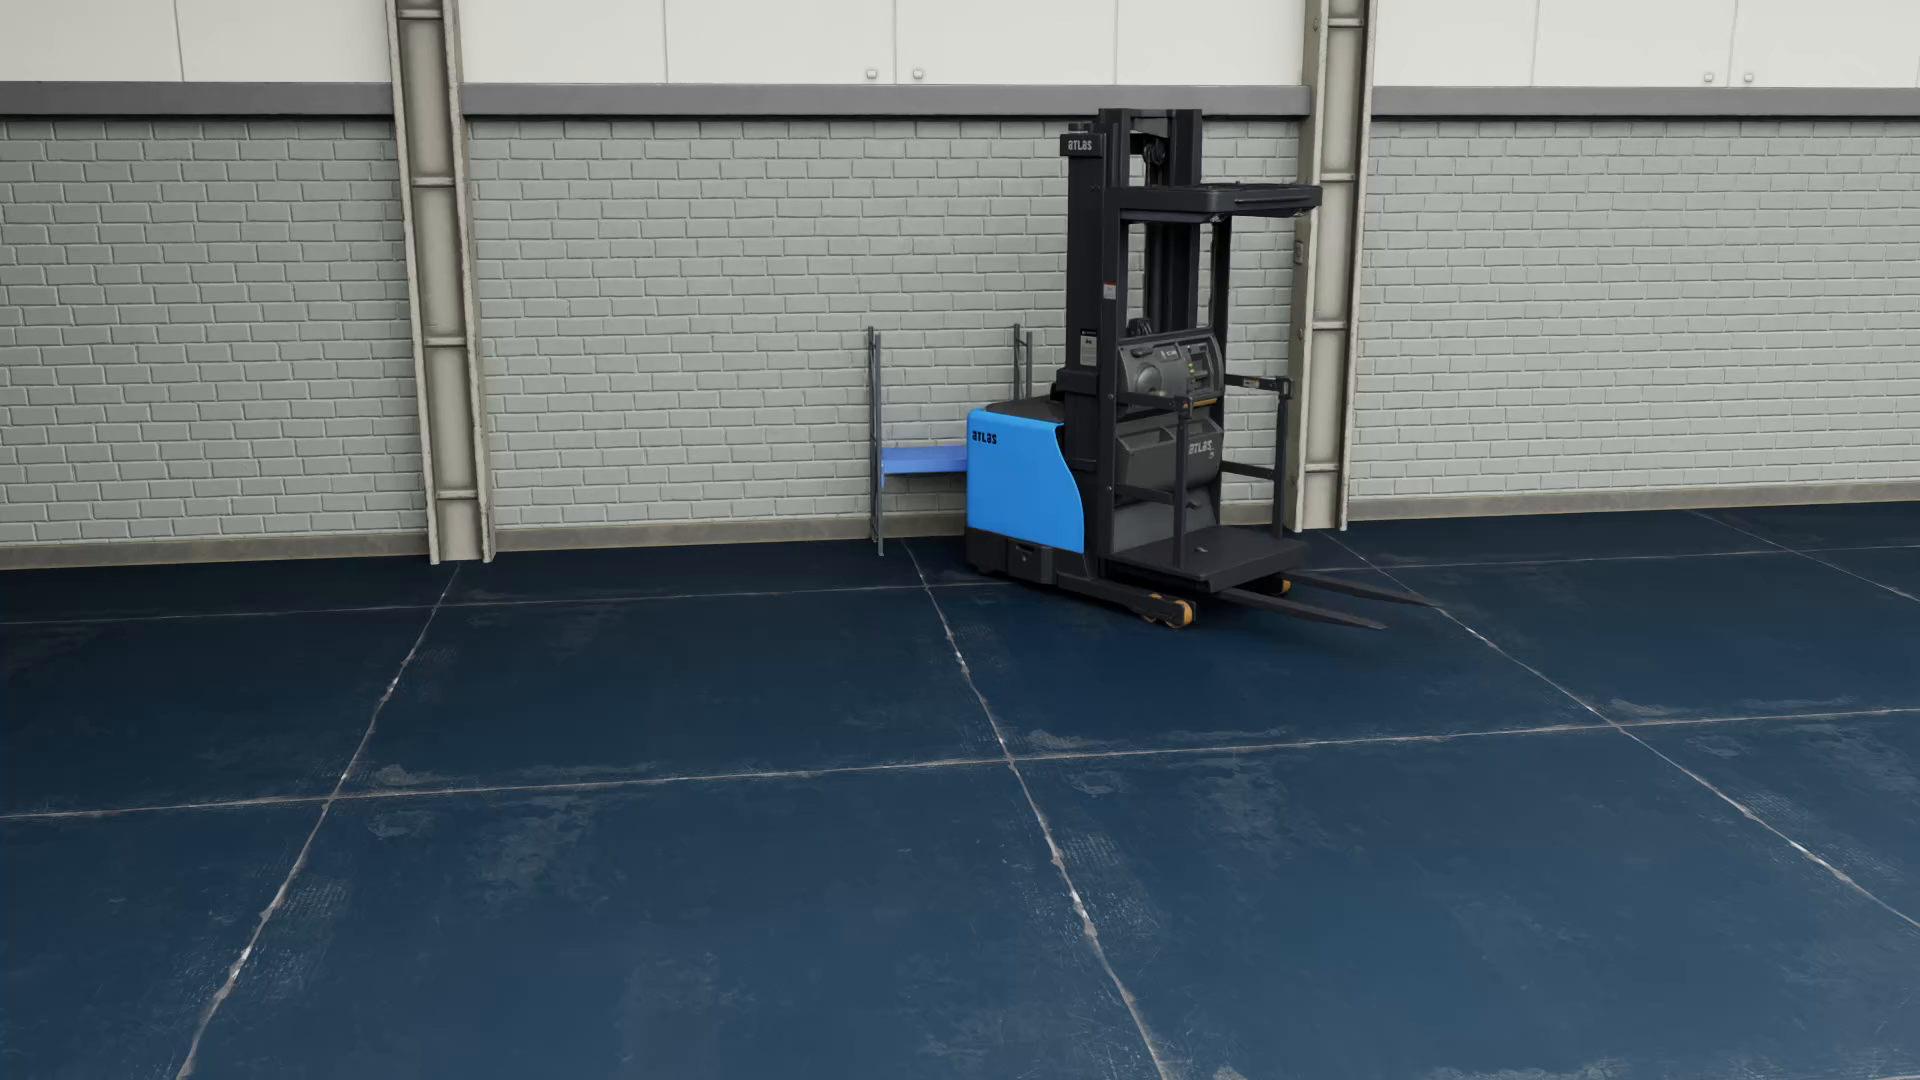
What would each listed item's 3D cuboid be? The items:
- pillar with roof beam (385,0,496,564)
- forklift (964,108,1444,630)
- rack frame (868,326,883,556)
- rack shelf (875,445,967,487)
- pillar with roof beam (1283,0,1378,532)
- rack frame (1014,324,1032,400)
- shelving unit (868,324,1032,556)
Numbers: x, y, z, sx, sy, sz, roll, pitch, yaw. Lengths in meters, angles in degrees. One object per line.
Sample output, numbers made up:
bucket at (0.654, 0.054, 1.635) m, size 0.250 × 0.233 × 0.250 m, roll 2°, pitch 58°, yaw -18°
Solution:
pillar with roof beam at (-2.716, -3.211, 6.028) m, size 0.400 × 9.000 × 9.100 m, roll -2°, pitch 14°, yaw -8°
forklift at (1.425, -1.048, 9.874) m, size 1.130 × 2.935 × 3.031 m, roll -14°, pitch 19°, yaw -43°
rack frame at (-0.576, -0.679, 11.345) m, size 0.032 × 1.500 × 0.500 m, roll -2°, pitch 14°, yaw -8°
rack shelf at (-0.073, -0.523, 11.463) m, size 1.000 × 0.185 × 0.538 m, roll -2°, pitch 14°, yaw -8°
pillar with roof beam at (3.217, -3.429, 6.895) m, size 0.400 × 9.000 × 9.100 m, roll -2°, pitch 14°, yaw -8°
rack frame at (0.429, -0.717, 11.494) m, size 0.032 × 1.500 × 0.500 m, roll -2°, pitch 14°, yaw -8°
shelving unit at (-0.073, -0.698, 11.419) m, size 1.048 × 1.500 × 0.538 m, roll -2°, pitch 14°, yaw -8°
